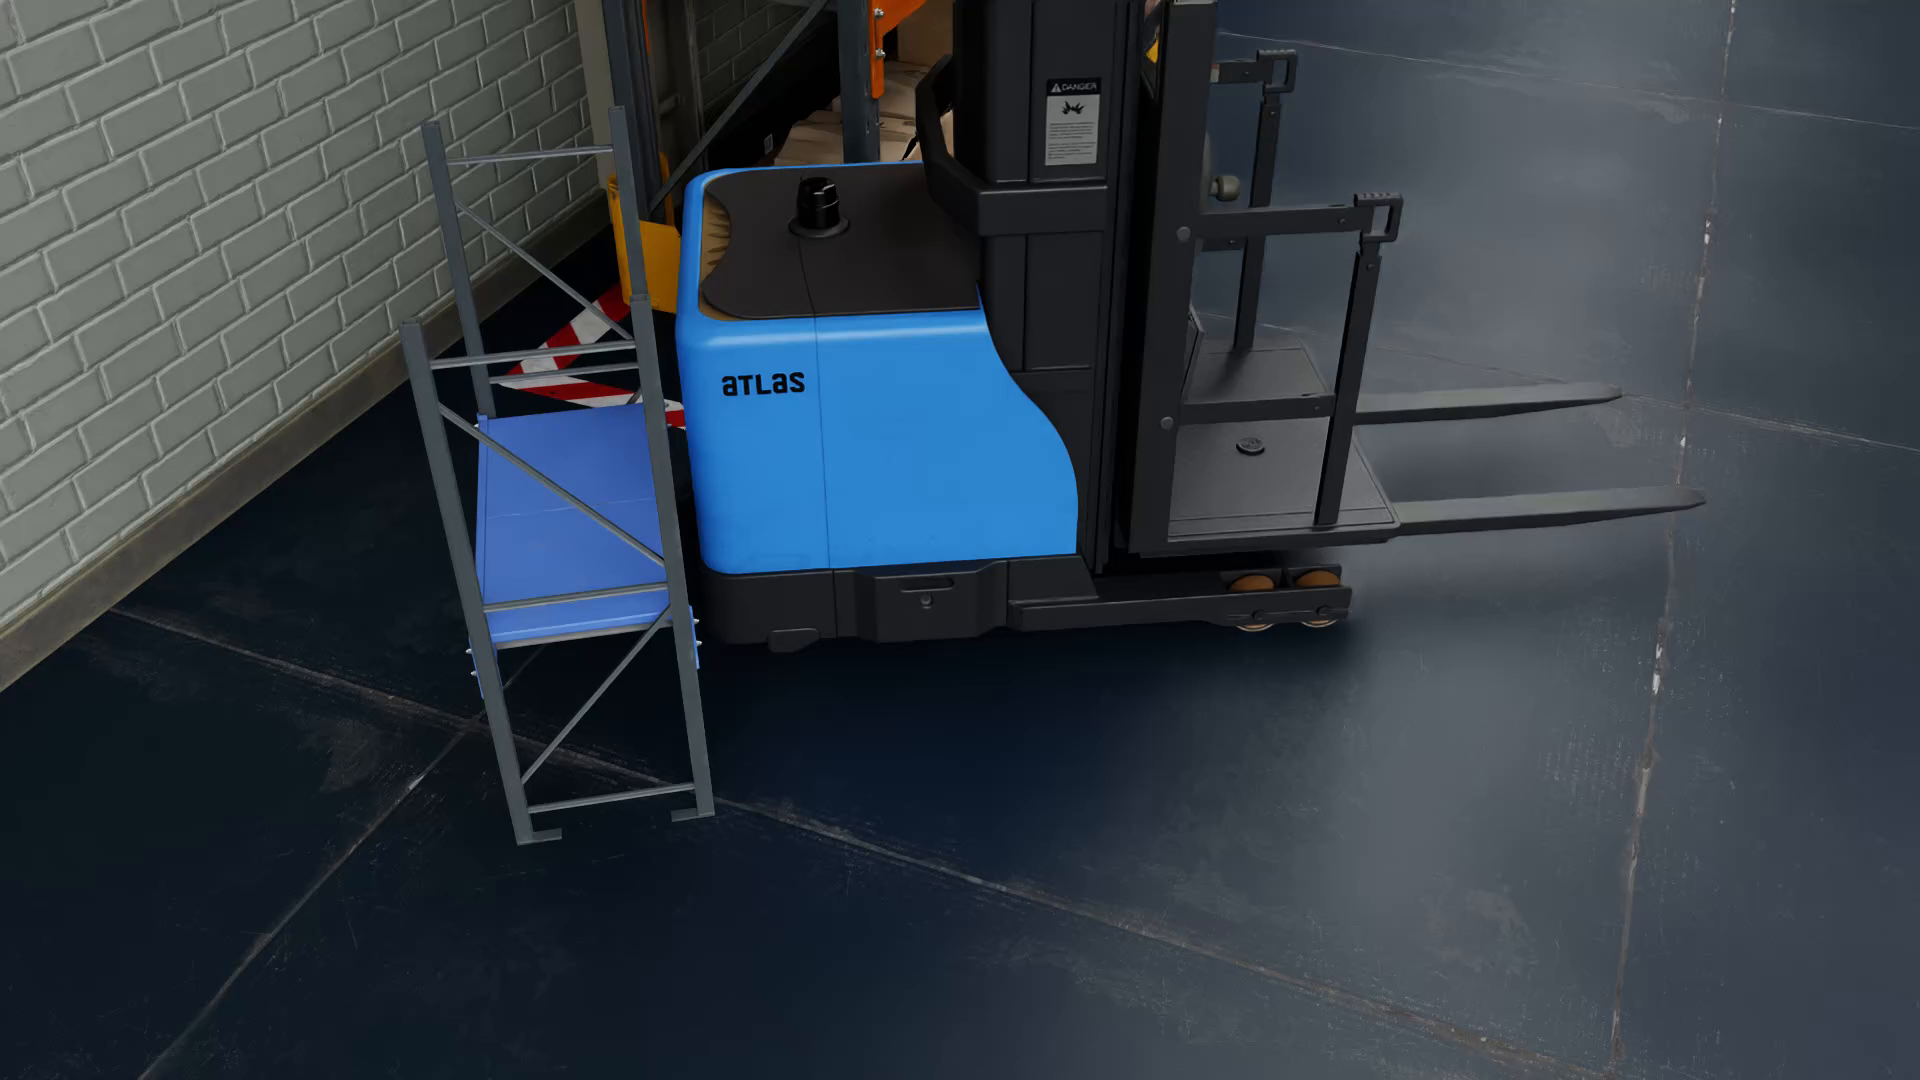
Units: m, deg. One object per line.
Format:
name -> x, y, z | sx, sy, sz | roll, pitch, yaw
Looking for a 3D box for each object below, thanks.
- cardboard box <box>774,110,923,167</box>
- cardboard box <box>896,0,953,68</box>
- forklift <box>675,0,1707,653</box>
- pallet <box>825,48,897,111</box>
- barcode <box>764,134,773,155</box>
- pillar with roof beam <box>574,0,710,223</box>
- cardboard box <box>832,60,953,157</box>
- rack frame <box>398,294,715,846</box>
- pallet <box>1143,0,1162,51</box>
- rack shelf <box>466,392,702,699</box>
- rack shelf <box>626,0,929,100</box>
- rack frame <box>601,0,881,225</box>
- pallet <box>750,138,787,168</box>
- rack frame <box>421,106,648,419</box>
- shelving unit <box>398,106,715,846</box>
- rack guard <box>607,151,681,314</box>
cardboard box -> -0.416, -1.507, 6.639 | 0.500, 0.311, 0.500 | 10, 38, 13
cardboard box -> 0.126, -2.293, 7.533 | 0.700, 0.500, 0.500 | 11, 38, 15
forklift -> 0.725, -1.218, 4.432 | 3.031, 2.935, 1.130 | -4, 37, -5
pallet -> 0.074, -2.085, 7.863 | 1.003, 0.211, 1.213 | 14, 39, 18
barcode -> -0.779, -1.612, 6.771 | 0.001, 0.075, 0.075 | 14, 39, 18
pillar with roof beam -> 2.685, -4.052, 3.155 | 9.100, 9.000, 0.400 | 14, 39, 18
cardboard box -> -0.199, -1.822, 7.061 | 0.500, 0.311, 0.500 | 17, 40, 21
rack frame -> -0.880, 0.133, 3.819 | 0.500, 1.500, 0.032 | -7, 37, -10
pallet -> 0.536, -2.763, 8.770 | 1.003, 0.211, 1.213 | 14, 39, 18
rack shelf -> -0.987, -0.020, 4.325 | 0.538, 0.185, 1.000 | -7, 37, -10
rack shelf -> -0.002, -2.864, 7.177 | 1.077, 0.370, 4.000 | 14, 39, 18
rack frame -> -0.763, -2.045, 5.480 | 1.000, 3.000, 0.127 | 14, 39, 18
pallet -> -0.392, -1.412, 6.963 | 1.003, 0.211, 1.213 | 14, 39, 18
rack frame -> -1.093, -0.462, 4.615 | 0.500, 1.500, 0.032 | -7, 37, -10
shelving unit -> -0.987, -0.164, 4.217 | 0.538, 1.500, 1.048 | -7, 37, -10
rack guard -> -0.734, -1.086, 6.285 | 1.175, 0.500, 0.348 | 14, 39, 18
